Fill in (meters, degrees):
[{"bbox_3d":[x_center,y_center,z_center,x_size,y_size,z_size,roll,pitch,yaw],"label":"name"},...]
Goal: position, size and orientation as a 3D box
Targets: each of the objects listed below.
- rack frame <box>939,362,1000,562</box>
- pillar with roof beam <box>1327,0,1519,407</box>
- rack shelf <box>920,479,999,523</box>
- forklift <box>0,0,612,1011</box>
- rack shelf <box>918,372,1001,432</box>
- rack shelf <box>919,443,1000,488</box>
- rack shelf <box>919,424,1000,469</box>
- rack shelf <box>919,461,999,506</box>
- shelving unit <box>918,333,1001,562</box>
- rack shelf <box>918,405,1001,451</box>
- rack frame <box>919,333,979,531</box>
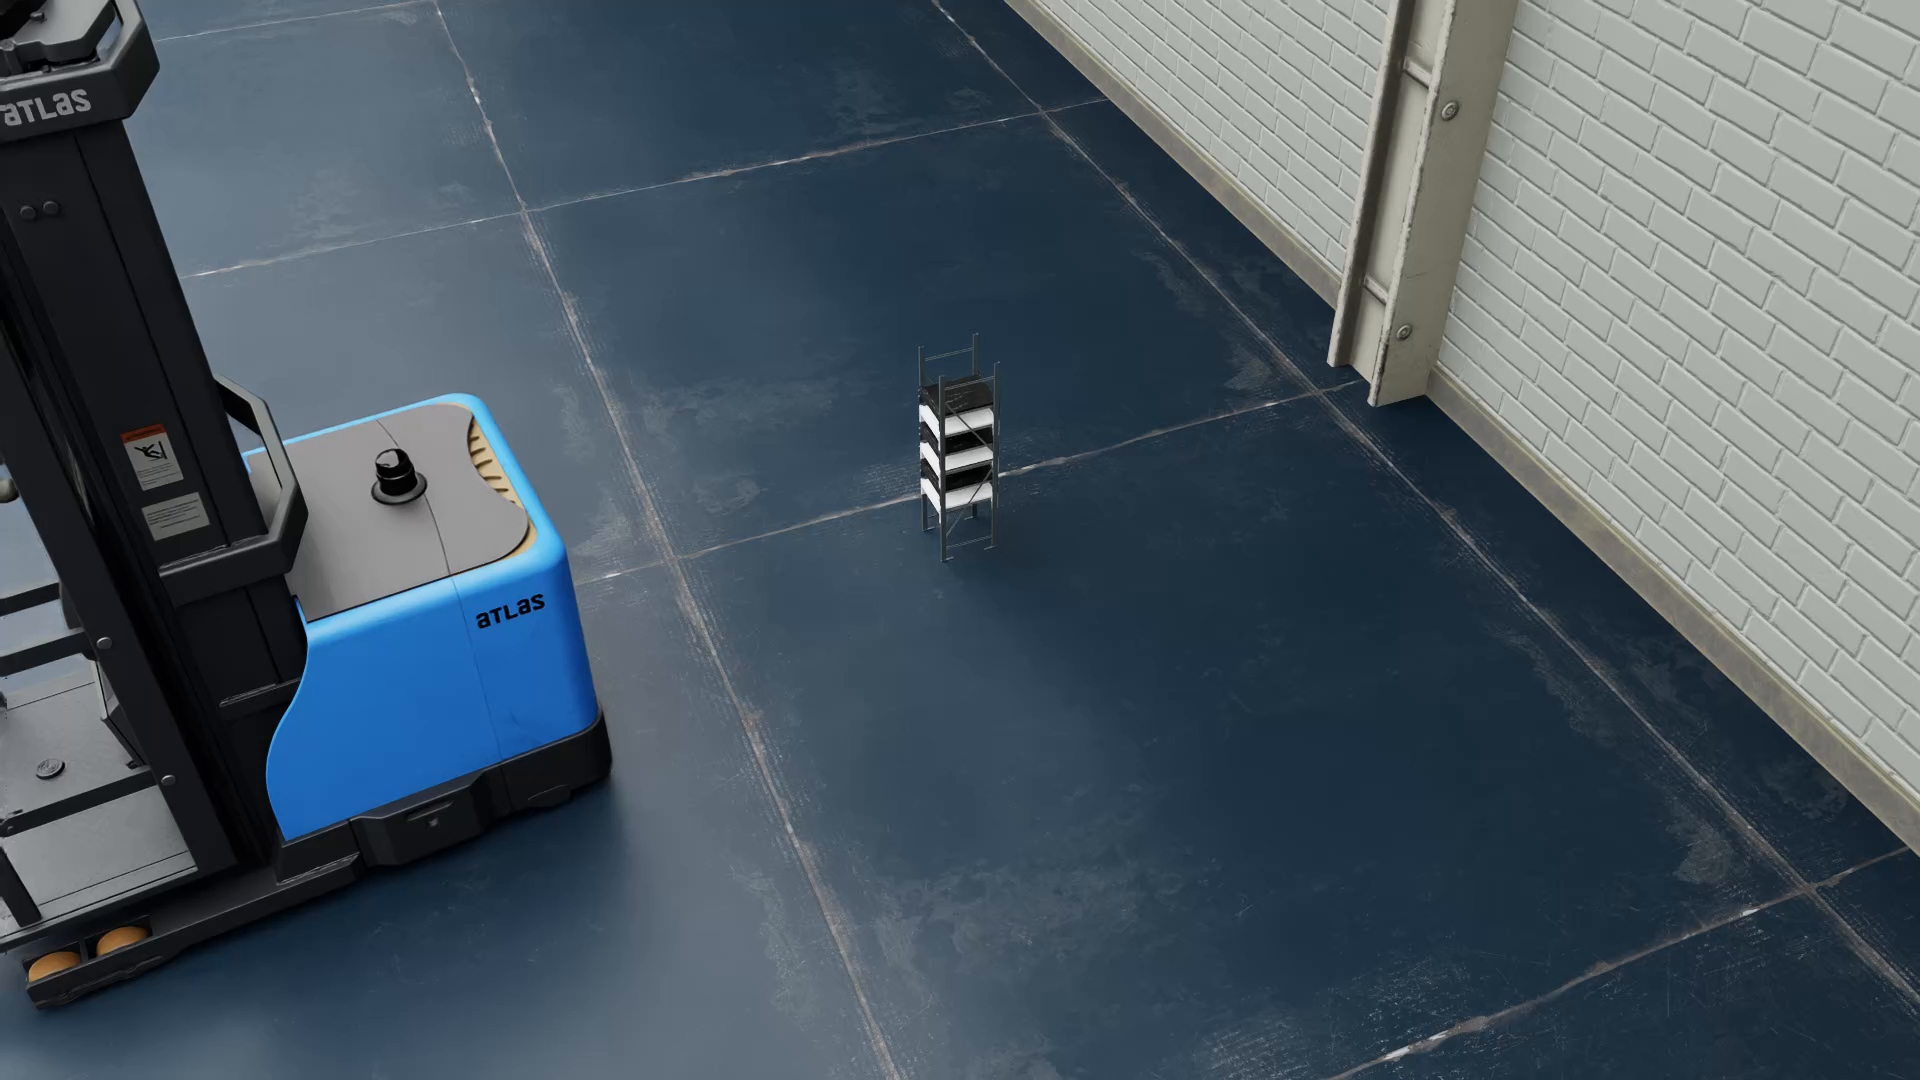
[{"bbox_3d":[0.036,-0.285,6.391,0.240,0.900,0.006,-15,43,-17],"label":"rack frame"},{"bbox_3d":[-2.061,-3.088,3.439,9.100,9.000,0.400,-15,43,-17],"label":"pillar with roof beam"},{"bbox_3d":[-0.003,-0.184,6.601,0.258,0.077,0.200,-15,43,-17],"label":"rack shelf"},{"bbox_3d":[-2.745,-0.085,4.601,3.031,2.935,1.130,-20,44,-21],"label":"forklift"},{"bbox_3d":[-0.003,-0.526,6.308,0.258,0.077,0.200,-15,43,-17],"label":"rack shelf"},{"bbox_3d":[-0.003,-0.321,6.484,0.258,0.077,0.200,-15,43,-17],"label":"rack shelf"},{"bbox_3d":[-0.003,-0.389,6.425,0.258,0.077,0.200,-15,43,-17],"label":"rack shelf"},{"bbox_3d":[-0.003,-0.253,6.543,0.258,0.077,0.200,-15,43,-17],"label":"rack shelf"},{"bbox_3d":[-0.003,-0.346,6.462,0.258,0.900,0.210,-15,43,-17],"label":"shelving unit"},{"bbox_3d":[-0.003,-0.457,6.367,0.258,0.077,0.200,-15,43,-17],"label":"rack shelf"},{"bbox_3d":[-0.042,-0.407,6.534,0.240,0.900,0.006,-15,43,-17],"label":"rack frame"}]
